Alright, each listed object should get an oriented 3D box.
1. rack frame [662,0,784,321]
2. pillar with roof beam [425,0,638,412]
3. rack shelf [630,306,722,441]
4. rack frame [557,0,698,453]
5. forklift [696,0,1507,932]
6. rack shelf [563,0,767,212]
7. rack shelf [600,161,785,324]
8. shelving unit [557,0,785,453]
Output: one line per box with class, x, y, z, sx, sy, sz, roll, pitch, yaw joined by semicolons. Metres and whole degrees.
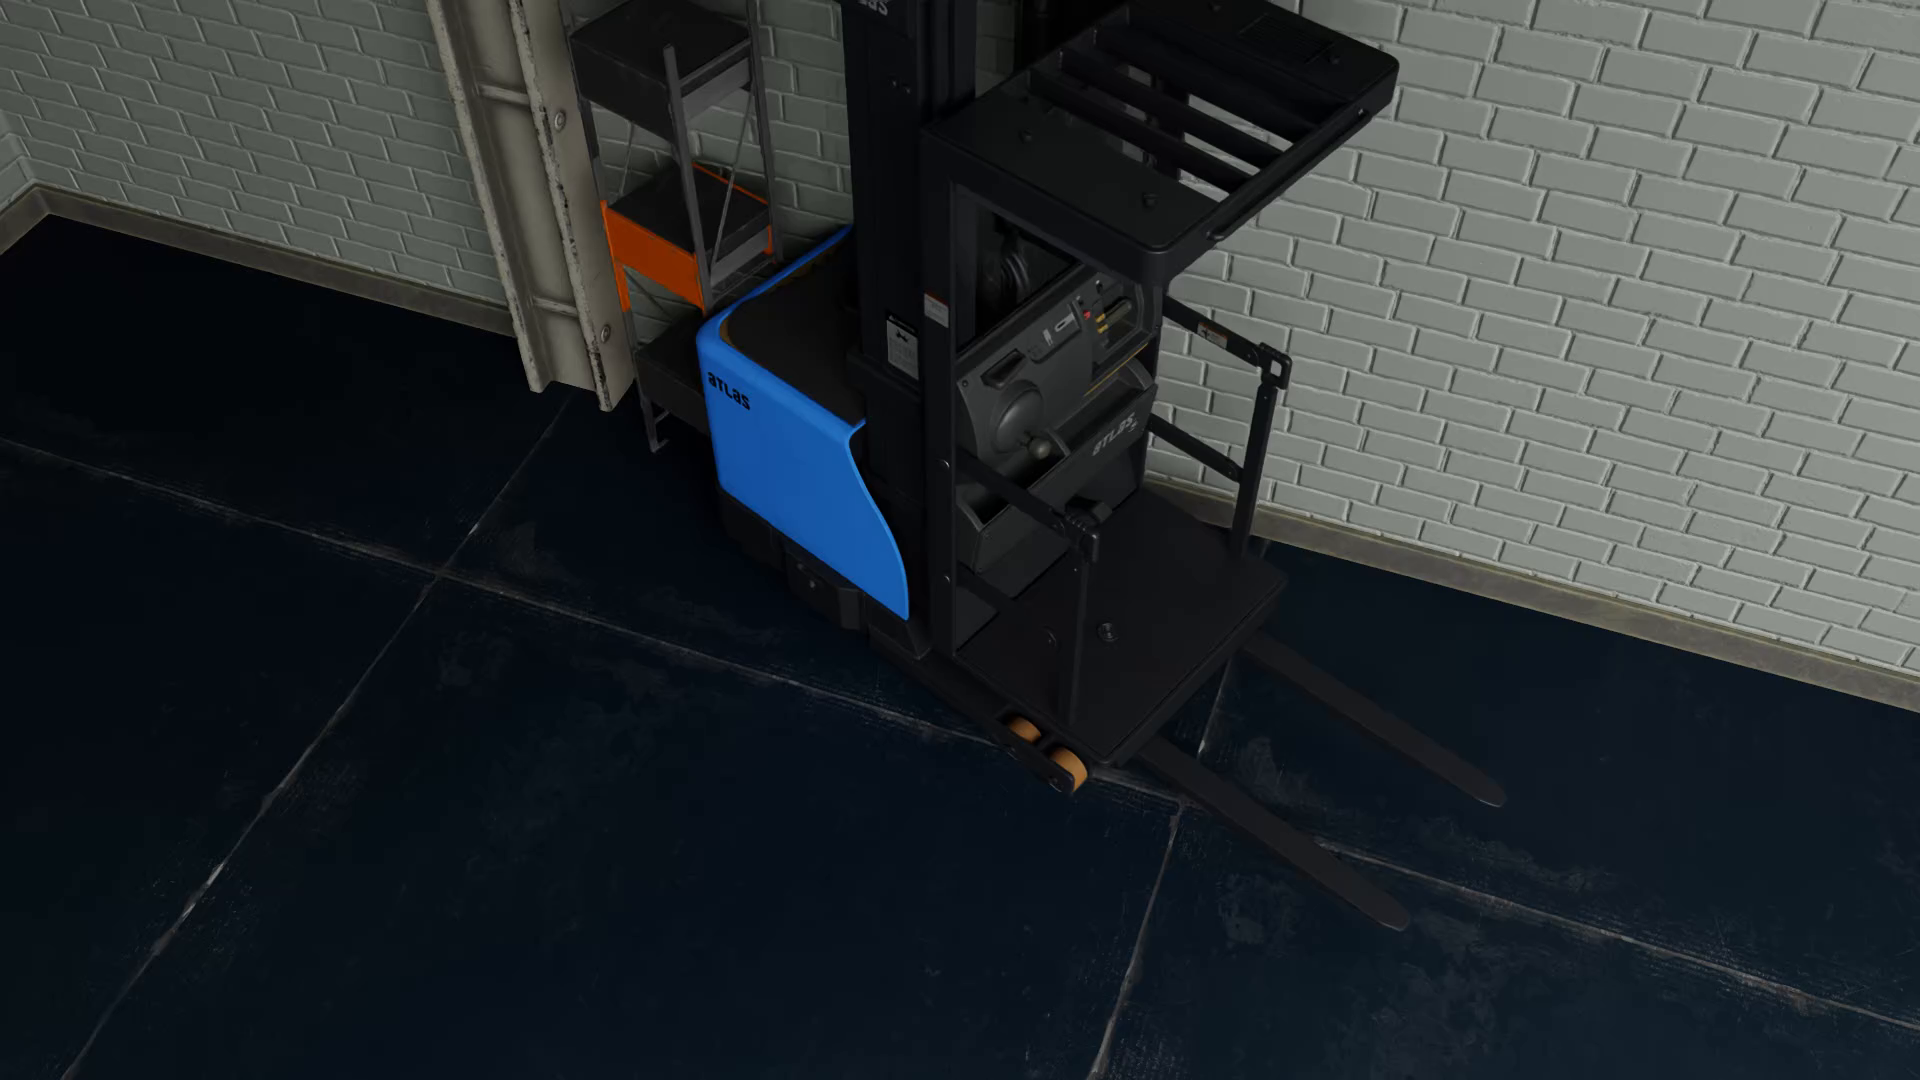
rack frame;-0.785;-0.946;6.041;0.015;2.100;0.400;31;56;25
pillar with roof beam;-3.113;-0.601;1.183;0.400;9.000;9.100;16;51;13
rack shelf;-0.971;-0.590;6.680;0.480;0.518;0.431;31;56;25
rack frame;-1.165;-1.175;6.245;0.015;2.100;0.400;31;56;25
forklift;0.486;-0.527;5.133;3.031;2.935;1.130;34;57;26
rack shelf;-0.979;-1.513;5.627;0.480;0.518;0.431;31;56;25
rack shelf;-0.975;-1.052;6.153;0.480;0.518;0.431;31;56;25
shelving unit;-0.975;-1.061;6.143;0.503;2.100;0.431;31;56;25
